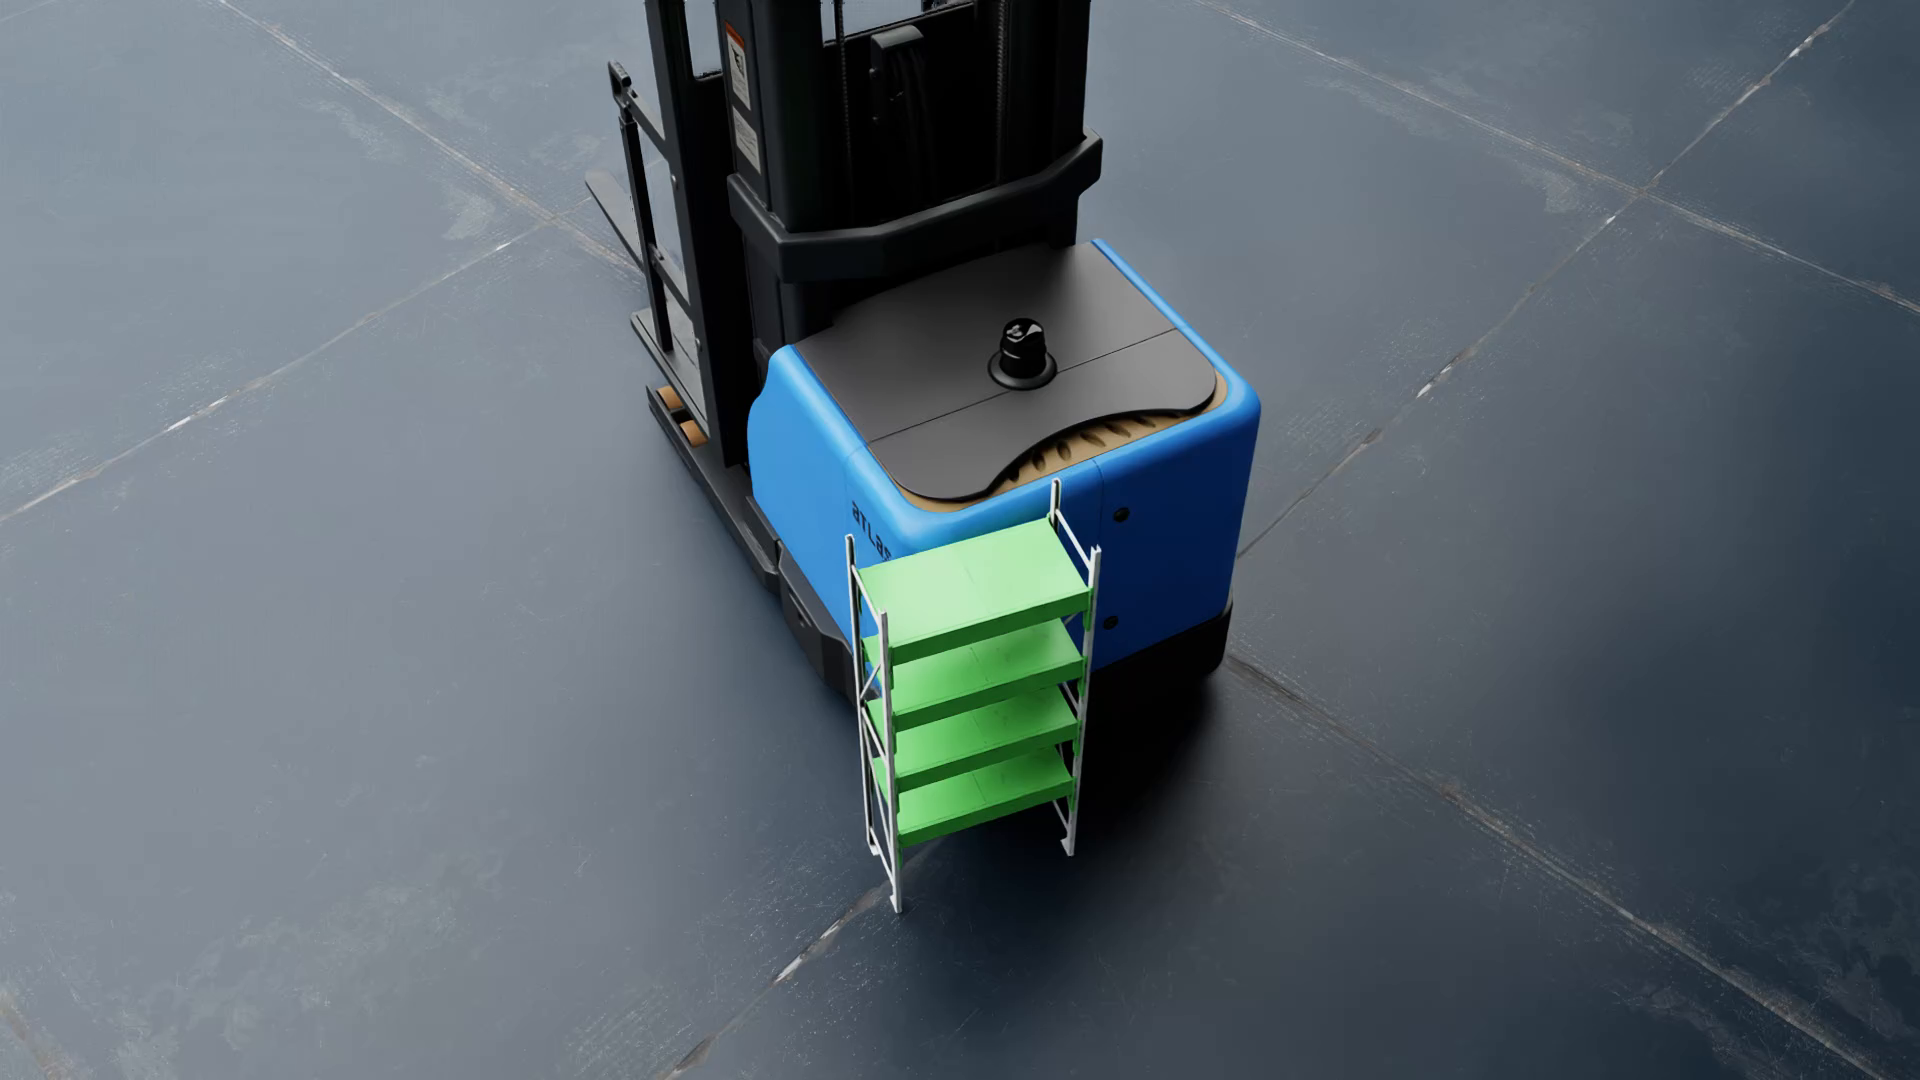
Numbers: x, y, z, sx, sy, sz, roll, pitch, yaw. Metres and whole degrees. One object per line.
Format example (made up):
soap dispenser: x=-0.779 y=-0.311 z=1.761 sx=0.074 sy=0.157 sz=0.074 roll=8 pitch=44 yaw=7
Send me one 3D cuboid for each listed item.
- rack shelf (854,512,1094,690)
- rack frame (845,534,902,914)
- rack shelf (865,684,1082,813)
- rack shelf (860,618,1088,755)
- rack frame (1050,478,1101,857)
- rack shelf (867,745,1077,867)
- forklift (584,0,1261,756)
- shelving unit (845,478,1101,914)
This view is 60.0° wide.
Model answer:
rack shelf: x=0.028 y=0.133 z=3.731 sx=0.480 sy=0.148 sz=0.258 roll=-15 pitch=49 yaw=-14
rack frame: x=-0.201 y=0.481 z=3.975 sx=0.015 sy=1.200 sz=0.240 roll=-15 pitch=49 yaw=-14
rack shelf: x=0.027 y=0.461 z=4.081 sx=0.480 sy=0.148 sz=0.258 roll=-15 pitch=49 yaw=-14
rack shelf: x=0.028 y=0.297 z=3.906 sx=0.480 sy=0.148 sz=0.258 roll=-15 pitch=49 yaw=-14
rack frame: x=0.256 y=0.354 z=4.094 sx=0.015 sy=1.200 sz=0.240 roll=-15 pitch=49 yaw=-14
rack shelf: x=0.027 y=0.626 z=4.256 sx=0.480 sy=0.148 sz=0.258 roll=-15 pitch=49 yaw=-14
forklift: x=-0.385 y=-1.386 z=4.541 sx=1.130 sy=2.935 sz=3.031 roll=-22 pitch=51 yaw=-19
shelving unit: x=0.027 y=0.418 z=4.035 sx=0.503 sy=1.200 sz=0.258 roll=-15 pitch=49 yaw=-14
